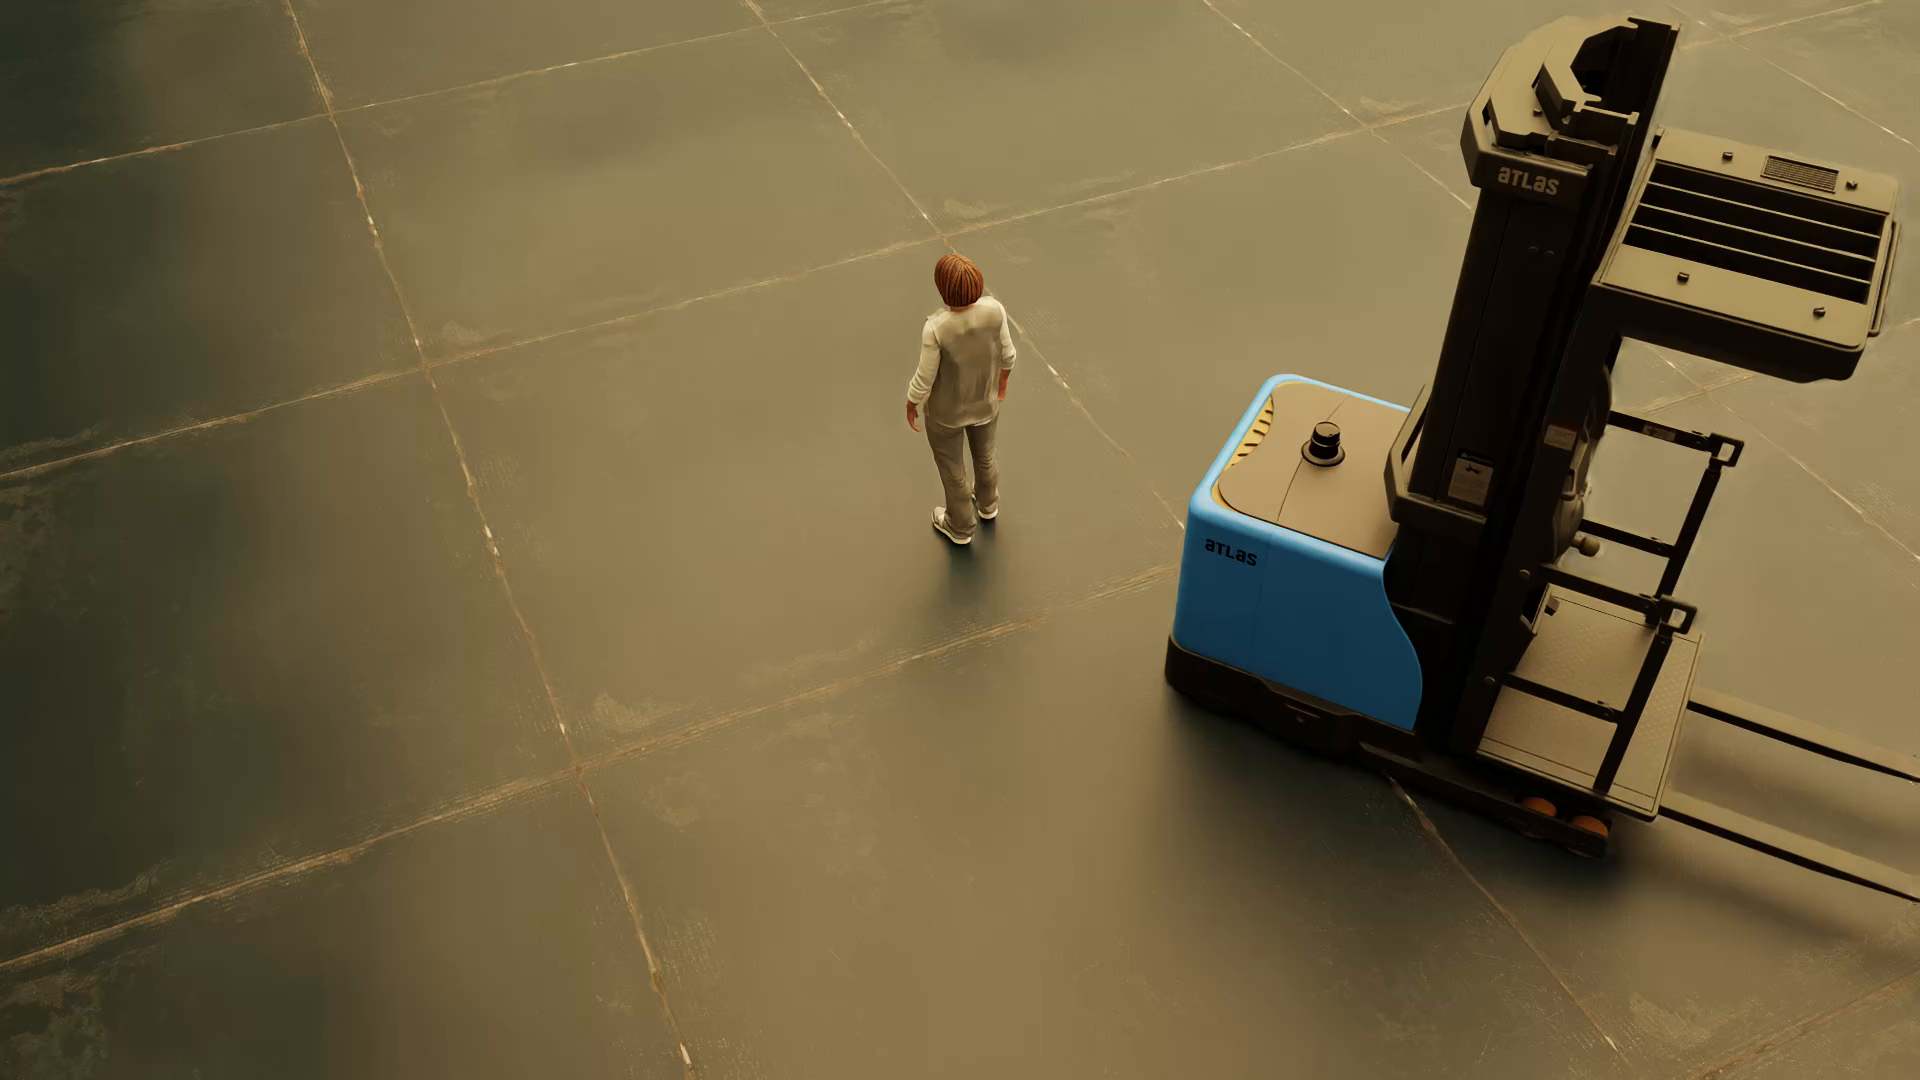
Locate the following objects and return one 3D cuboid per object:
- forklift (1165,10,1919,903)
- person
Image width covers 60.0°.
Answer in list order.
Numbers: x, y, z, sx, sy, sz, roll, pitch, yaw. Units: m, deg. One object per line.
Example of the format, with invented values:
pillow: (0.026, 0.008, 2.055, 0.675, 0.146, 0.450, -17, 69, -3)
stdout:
forklift: (2.423, -0.253, 5.951, 3.031, 2.935, 1.130, 20, 47, 20)
person: (-0.018, -0.640, 7.332, 0.520, 1.599, 0.473, -18, 46, -18)
